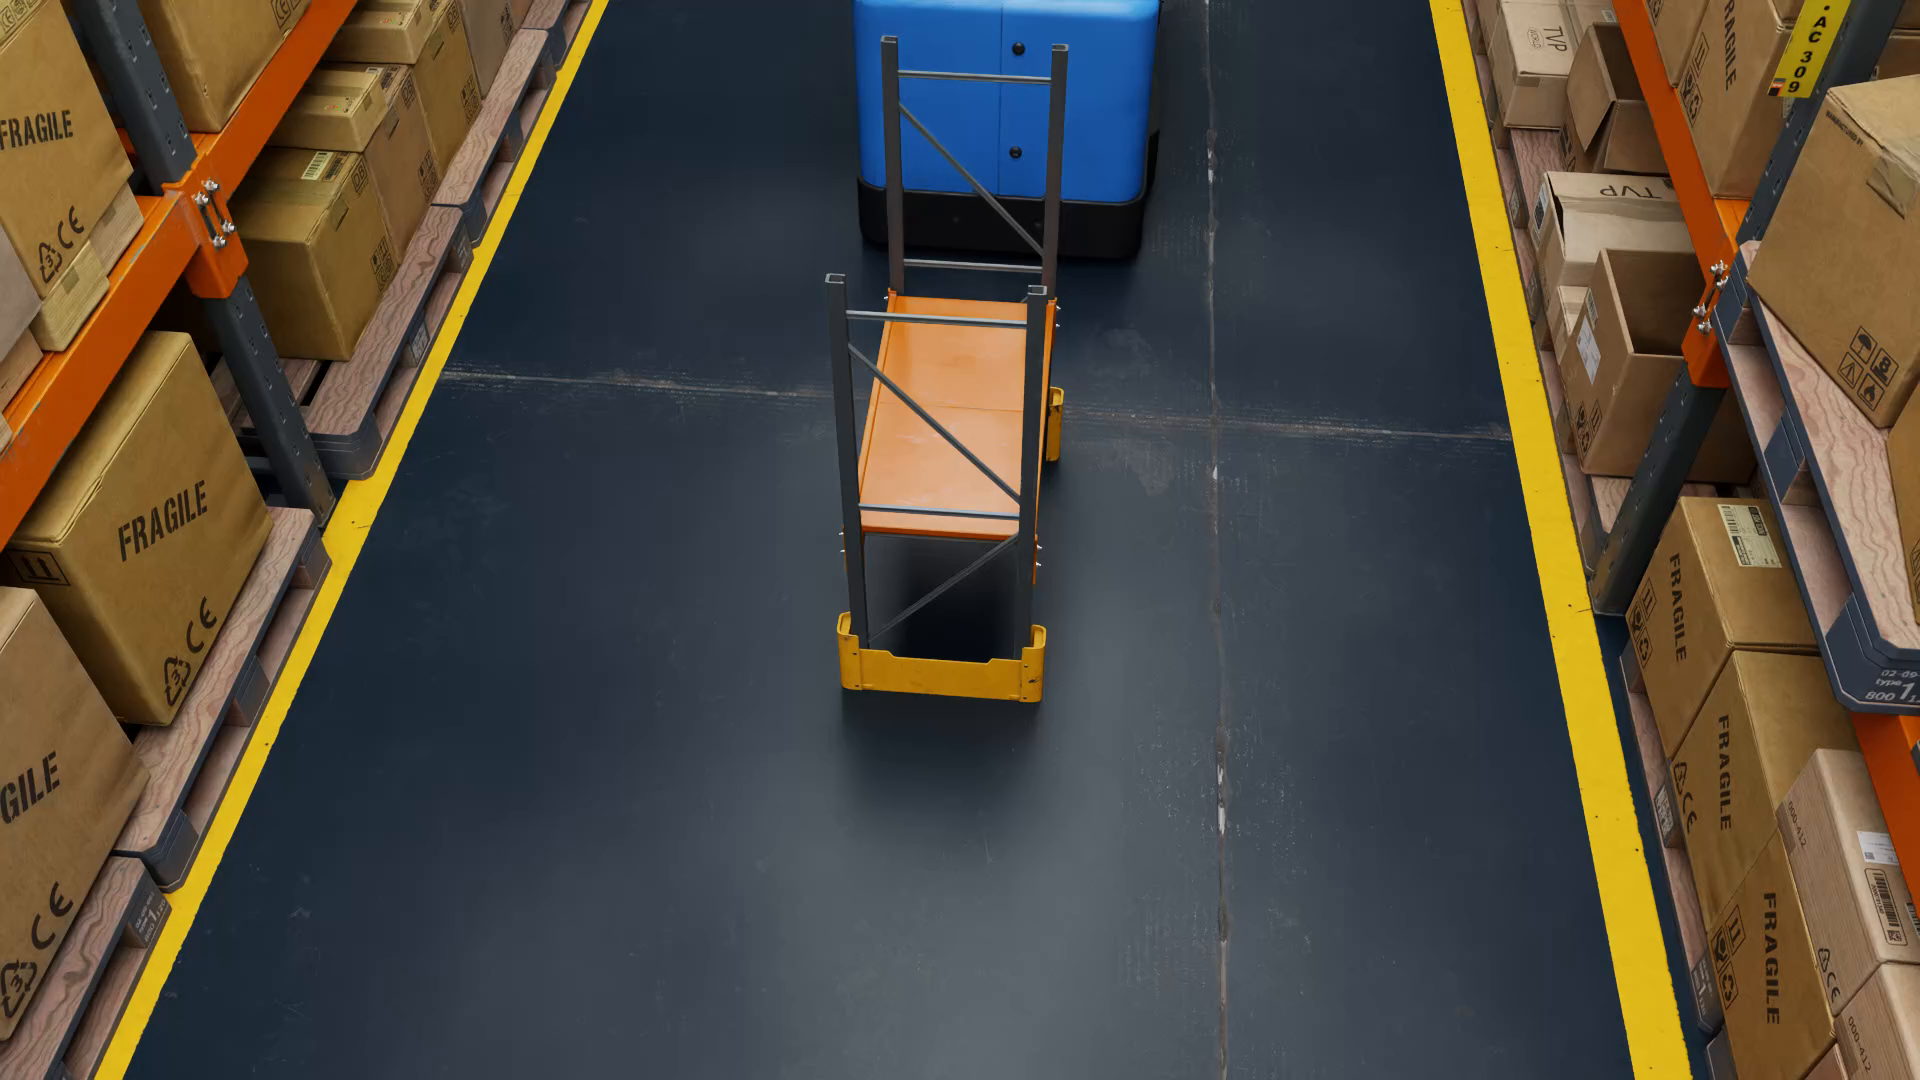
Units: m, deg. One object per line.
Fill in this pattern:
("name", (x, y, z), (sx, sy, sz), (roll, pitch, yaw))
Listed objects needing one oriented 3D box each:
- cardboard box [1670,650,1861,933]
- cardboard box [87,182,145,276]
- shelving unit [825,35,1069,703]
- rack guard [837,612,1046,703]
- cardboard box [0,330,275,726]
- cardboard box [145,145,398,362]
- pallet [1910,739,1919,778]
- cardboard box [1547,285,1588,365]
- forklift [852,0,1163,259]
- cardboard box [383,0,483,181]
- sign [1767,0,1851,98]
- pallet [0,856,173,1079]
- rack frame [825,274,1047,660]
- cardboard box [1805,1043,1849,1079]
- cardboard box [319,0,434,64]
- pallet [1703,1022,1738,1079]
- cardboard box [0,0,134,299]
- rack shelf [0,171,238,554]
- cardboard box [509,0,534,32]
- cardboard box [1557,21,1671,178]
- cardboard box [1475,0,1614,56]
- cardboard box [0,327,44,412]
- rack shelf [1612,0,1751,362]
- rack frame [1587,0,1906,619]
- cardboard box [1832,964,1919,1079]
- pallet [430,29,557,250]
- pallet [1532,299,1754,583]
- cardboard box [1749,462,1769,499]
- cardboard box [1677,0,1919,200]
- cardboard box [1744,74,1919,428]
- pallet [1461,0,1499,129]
("cardboard box", (2.098, 0.634, 4.033), (0.500, 0.500, 0.500), (4, 48, 4))
("cardboard box", (-2.260, -0.778, 4.085), (0.380, 0.149, 0.250), (4, 48, 4))
("shelving unit", (-0.007, -0.450, 4.645), (0.587, 1.500, 1.083), (4, 48, 4))
("rack guard", (-0.052, 0.338, 4.772), (0.587, 0.250, 0.087), (4, 48, 4))
("cardboard box", (-2.441, -0.053, 4.438), (0.750, 0.750, 0.750), (4, 48, 4))
("cardboard box", (-2.341, -0.964, 5.508), (0.700, 0.500, 0.500), (4, 48, 4))
("pallet", (2.230, 0.782, 2.632), (1.003, 0.211, 1.213), (4, 48, 4))
("cardboard box", (2.166, -0.697, 5.488), (0.380, 0.149, 0.250), (4, 48, 4))
("forklift", (0.300, -3.116, 6.113), (1.130, 2.935, 3.031), (5, 48, 4))
("cardboard box", (-2.243, -1.710, 6.191), (0.700, 0.500, 0.500), (5, 48, 4))
("sign", (1.881, -1.116, 3.651), (0.100, 0.325, 0.005), (4, 48, 4))
("pallet", (-2.615, 1.289, 3.928), (1.003, 0.211, 1.213), (4, 48, 4))
("rack frame", (-0.054, -0.070, 4.298), (0.500, 1.500, 0.032), (4, 48, 4))
("cardboard box", (1.998, 1.372, 3.358), (0.500, 0.500, 0.500), (2, 48, 2))
("cardboard box", (-2.080, -1.806, 5.839), (0.380, 0.149, 0.250), (3, 48, 2))
("pallet", (2.277, 1.647, 3.600), (1.003, 0.211, 1.213), (4, 48, 4))
("cardboard box", (-2.302, -0.908, 3.765), (0.500, 0.500, 0.500), (3, 48, 3))
("rack shelf", (-2.693, 0.589, 3.166), (1.077, 0.370, 4.000), (4, 48, 4))
("cardboard box", (-2.156, -2.472, 6.888), (0.700, 0.500, 0.500), (4, 48, 3))
("cardboard box", (2.588, -1.480, 5.964), (0.797, 0.503, 0.637), (4, 48, 4))
("cardboard box", (2.409, -2.205, 6.799), (0.500, 0.250, 0.500), (4, 48, 4))
("cardboard box", (-2.328, -0.404, 3.743), (0.380, 0.149, 0.250), (5, 48, 5))
("rack shelf", (2.605, -2.020, 5.552), (1.077, 0.370, 4.000), (4, 48, 4))
("rack frame", (2.422, -0.793, 3.943), (1.000, 3.000, 0.127), (4, 48, 4))
("cardboard box", (1.999, 1.092, 3.106), (0.500, 0.250, 0.500), (3, 48, 3))
("pallet", (-2.255, -1.635, 6.602), (1.003, 0.211, 1.213), (4, 48, 4))
("pallet", (2.486, -0.356, 5.433), (1.003, 0.211, 1.213), (4, 48, 4))
("cardboard box", (2.676, -0.328, 5.041), (0.500, 0.311, 0.500), (4, 48, 4))
("cardboard box", (2.212, -1.211, 4.257), (0.500, 0.500, 0.500), (5, 48, 4))
("cardboard box", (2.156, -0.635, 3.446), (0.700, 0.500, 0.500), (-11, 48, -10))
("pallet", (2.708, -2.149, 7.073), (1.003, 0.211, 1.213), (4, 48, 4))
